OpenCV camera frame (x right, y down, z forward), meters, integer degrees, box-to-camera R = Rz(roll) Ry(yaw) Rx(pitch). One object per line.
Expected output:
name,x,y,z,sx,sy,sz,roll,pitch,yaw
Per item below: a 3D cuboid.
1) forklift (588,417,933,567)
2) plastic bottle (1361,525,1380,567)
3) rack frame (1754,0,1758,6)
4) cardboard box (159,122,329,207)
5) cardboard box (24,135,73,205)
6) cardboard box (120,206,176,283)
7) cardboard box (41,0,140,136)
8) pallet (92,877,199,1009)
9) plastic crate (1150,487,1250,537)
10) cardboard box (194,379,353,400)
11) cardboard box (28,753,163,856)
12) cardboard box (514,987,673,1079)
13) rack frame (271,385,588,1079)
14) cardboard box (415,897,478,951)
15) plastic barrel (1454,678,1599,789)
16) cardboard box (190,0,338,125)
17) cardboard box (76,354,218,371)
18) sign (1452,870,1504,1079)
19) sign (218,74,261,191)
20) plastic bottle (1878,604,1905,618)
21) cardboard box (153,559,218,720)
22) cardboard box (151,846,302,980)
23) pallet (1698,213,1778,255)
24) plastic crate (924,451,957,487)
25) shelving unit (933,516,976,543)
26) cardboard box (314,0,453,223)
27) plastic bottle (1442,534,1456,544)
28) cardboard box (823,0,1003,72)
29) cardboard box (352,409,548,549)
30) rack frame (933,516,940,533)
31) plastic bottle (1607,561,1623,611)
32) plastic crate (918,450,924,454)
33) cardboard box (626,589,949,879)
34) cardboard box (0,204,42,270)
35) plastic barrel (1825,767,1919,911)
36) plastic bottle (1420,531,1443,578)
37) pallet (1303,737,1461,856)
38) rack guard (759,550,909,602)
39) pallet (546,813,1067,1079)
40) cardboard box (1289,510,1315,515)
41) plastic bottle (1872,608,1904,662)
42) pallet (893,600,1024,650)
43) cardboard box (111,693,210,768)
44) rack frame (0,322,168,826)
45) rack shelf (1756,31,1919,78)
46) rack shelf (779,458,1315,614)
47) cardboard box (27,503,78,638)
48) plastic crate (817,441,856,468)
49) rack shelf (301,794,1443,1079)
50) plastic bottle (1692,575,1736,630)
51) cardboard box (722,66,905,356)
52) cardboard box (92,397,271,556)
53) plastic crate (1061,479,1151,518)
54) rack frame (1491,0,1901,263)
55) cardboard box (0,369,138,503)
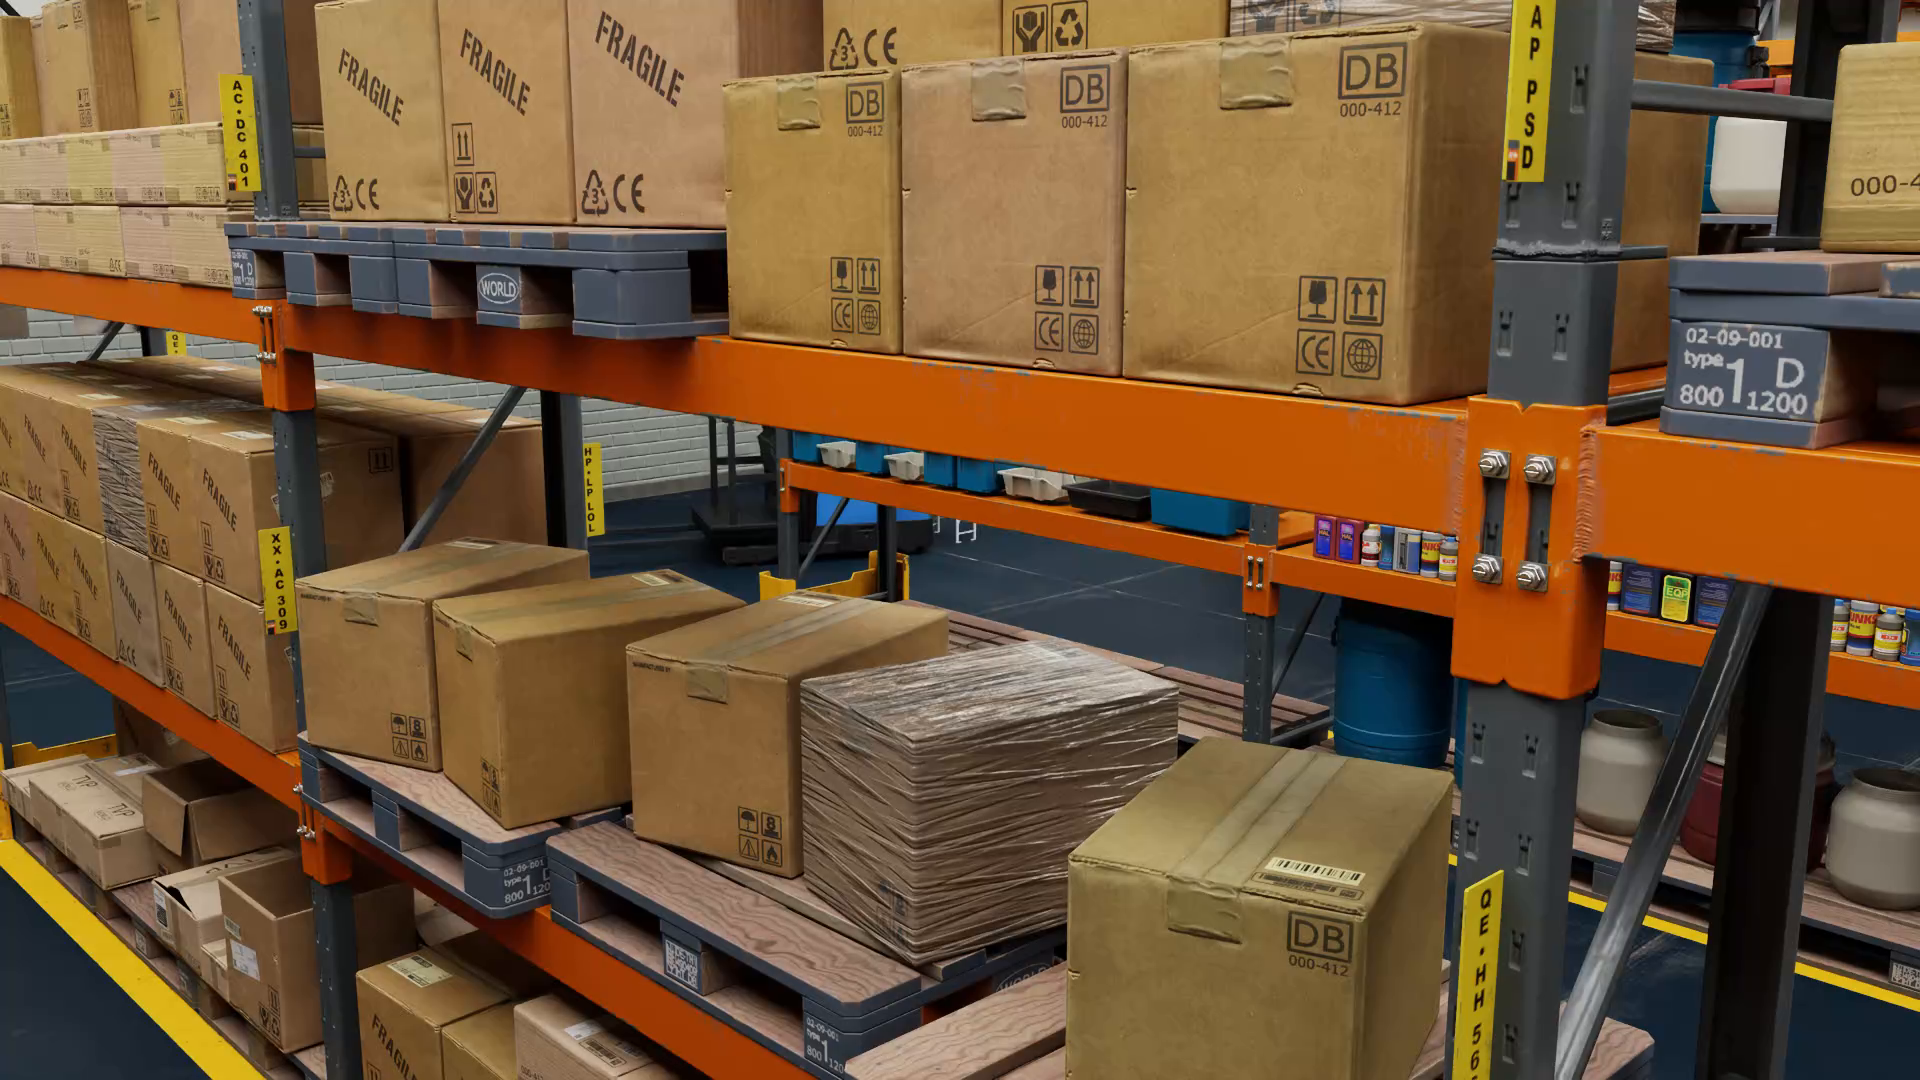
forklift,-1.816,-1.325,14.415,3.031,2.935,1.130,-4,12,-17
plastic bottle,2.027,0.026,8.183,0.097,0.201,0.097,0,12,0
rack frame,9.885,-5.811,21.156,1.000,3.000,0.127,-11,16,-43
cardboard box,-2.220,-1.202,5.350,0.500,0.250,0.500,-11,16,-43
cardboard box,-3.251,-1.422,6.417,0.500,0.250,0.500,-11,16,-43
cardboard box,-2.553,-1.032,5.766,0.500,0.250,0.500,-11,16,-43
cardboard box,-3.099,-1.819,6.484,0.700,0.500,0.500,-11,16,-43
pallet,-3.008,1.559,7.160,1.003,0.211,1.213,-11,16,-43
plastic crate,1.329,-0.260,8.971,0.392,0.384,0.575,-11,16,-43
cardboard box,-2.878,-0.401,7.035,0.500,0.500,0.500,-10,15,-41
cardboard box,-3.934,1.211,7.663,0.500,0.250,0.500,-11,16,-43
cardboard box,-0.839,1.364,4.444,0.500,0.250,0.500,-11,16,-42
rack frame,-1.687,0.472,5.527,1.000,3.000,0.127,-11,16,-43
cardboard box,-1.821,1.482,6.198,0.500,0.311,0.500,-11,16,-43
plastic barrel,2.750,0.789,8.146,0.600,0.901,0.708,-11,16,-43
cardboard box,-2.051,-1.602,5.432,0.700,0.500,0.500,-11,16,-43
cardboard box,-3.944,-0.624,8.121,0.500,0.500,0.500,-11,16,-43
sign,0.689,0.604,2.211,0.100,0.325,0.005,-11,16,-43
sign,-2.075,-1.174,4.800,0.100,0.325,0.005,-11,16,-43
plastic bottle,4.057,0.187,7.196,0.061,0.283,0.133,-11,16,-43
cardboard box,-2.575,0.310,6.062,0.500,0.500,0.500,-10,16,-41
cardboard box,-2.804,1.420,6.497,0.500,0.311,0.500,-11,16,-43
pallet,3.295,-1.329,7.301,1.003,0.211,1.213,-11,16,-43
plastic crate,-0.023,-0.475,10.389,0.416,0.233,0.300,-11,16,-43
shelving unit,-0.114,-0.612,15.246,0.258,1.200,0.503,-11,16,-43
cardboard box,-1.393,-1.217,4.756,0.600,0.600,0.600,10,15,40
plastic bottle,2.552,-0.067,8.635,0.097,0.201,0.097,0,12,0
cardboard box,0.074,-1.166,3.316,0.500,0.500,0.500,-11,16,-43
cardboard box,-1.809,-0.175,5.941,0.500,0.500,0.500,-10,16,-41
rack frame,-0.283,-0.647,15.419,0.240,1.200,0.015,-11,16,-43
plastic bottle,2.869,0.169,7.313,0.097,0.271,0.097,0,12,0
plastic crate,-0.171,-0.608,11.274,0.396,0.136,0.243,-11,16,-43
cardboard box,-0.423,0.466,4.265,0.500,0.500,0.700,7,14,31
cardboard box,-3.596,-1.250,6.822,0.500,0.250,0.500,-11,16,-43
plastic barrel,3.855,1.239,6.925,0.421,0.512,0.421,0,12,0
plastic bottle,2.255,0.040,7.943,0.097,0.271,0.097,0,12,0
pallet,2.400,1.266,8.582,1.003,0.211,1.213,-11,16,-43
rack guard,-0.891,0.421,11.969,1.175,0.500,0.348,-11,16,-43
pallet,-0.271,0.866,4.088,1.003,0.211,1.213,-11,16,-43
cardboard box,3.217,-0.575,14.832,0.875,0.875,0.875,-11,16,-43
plastic bottle,3.645,0.368,6.524,0.097,0.201,0.097,0,12,0
pallet,-0.323,0.690,11.380,1.003,0.211,1.213,-11,16,-43
cardboard box,-3.896,0.942,8.350,0.500,0.500,0.500,-11,16,-43
rack frame,-4.450,-0.112,8.361,1.000,3.000,0.127,-11,16,-43
rack shelf,6.861,-3.006,10.316,1.077,0.370,4.000,-11,16,-43
rack shelf,0.517,-0.158,10.365,1.077,0.370,4.000,-11,16,-43
cardboard box,-3.629,0.089,7.139,0.500,0.500,0.500,-11,16,-43
plastic crate,-0.771,-0.562,11.048,0.250,0.136,0.298,-11,16,-43
rack shelf,-0.306,1.116,4.183,1.077,0.370,4.000,-11,16,-43
plastic bottle,3.203,0.194,6.995,0.144,0.351,0.185,-11,16,-43
cardboard box,0.038,-0.672,3.397,0.910,0.500,0.500,-11,16,-43
cardboard box,-2.928,-0.253,6.318,0.500,0.500,0.500,-11,16,-42
plastic crate,0.930,-0.239,9.508,0.437,0.125,0.590,-11,16,-43
rack frame,1.075,-1.883,2.089,1.000,3.000,0.127,-11,16,-43
cardboard box,-3.968,-0.474,7.392,0.500,0.500,0.500,-11,16,-42
